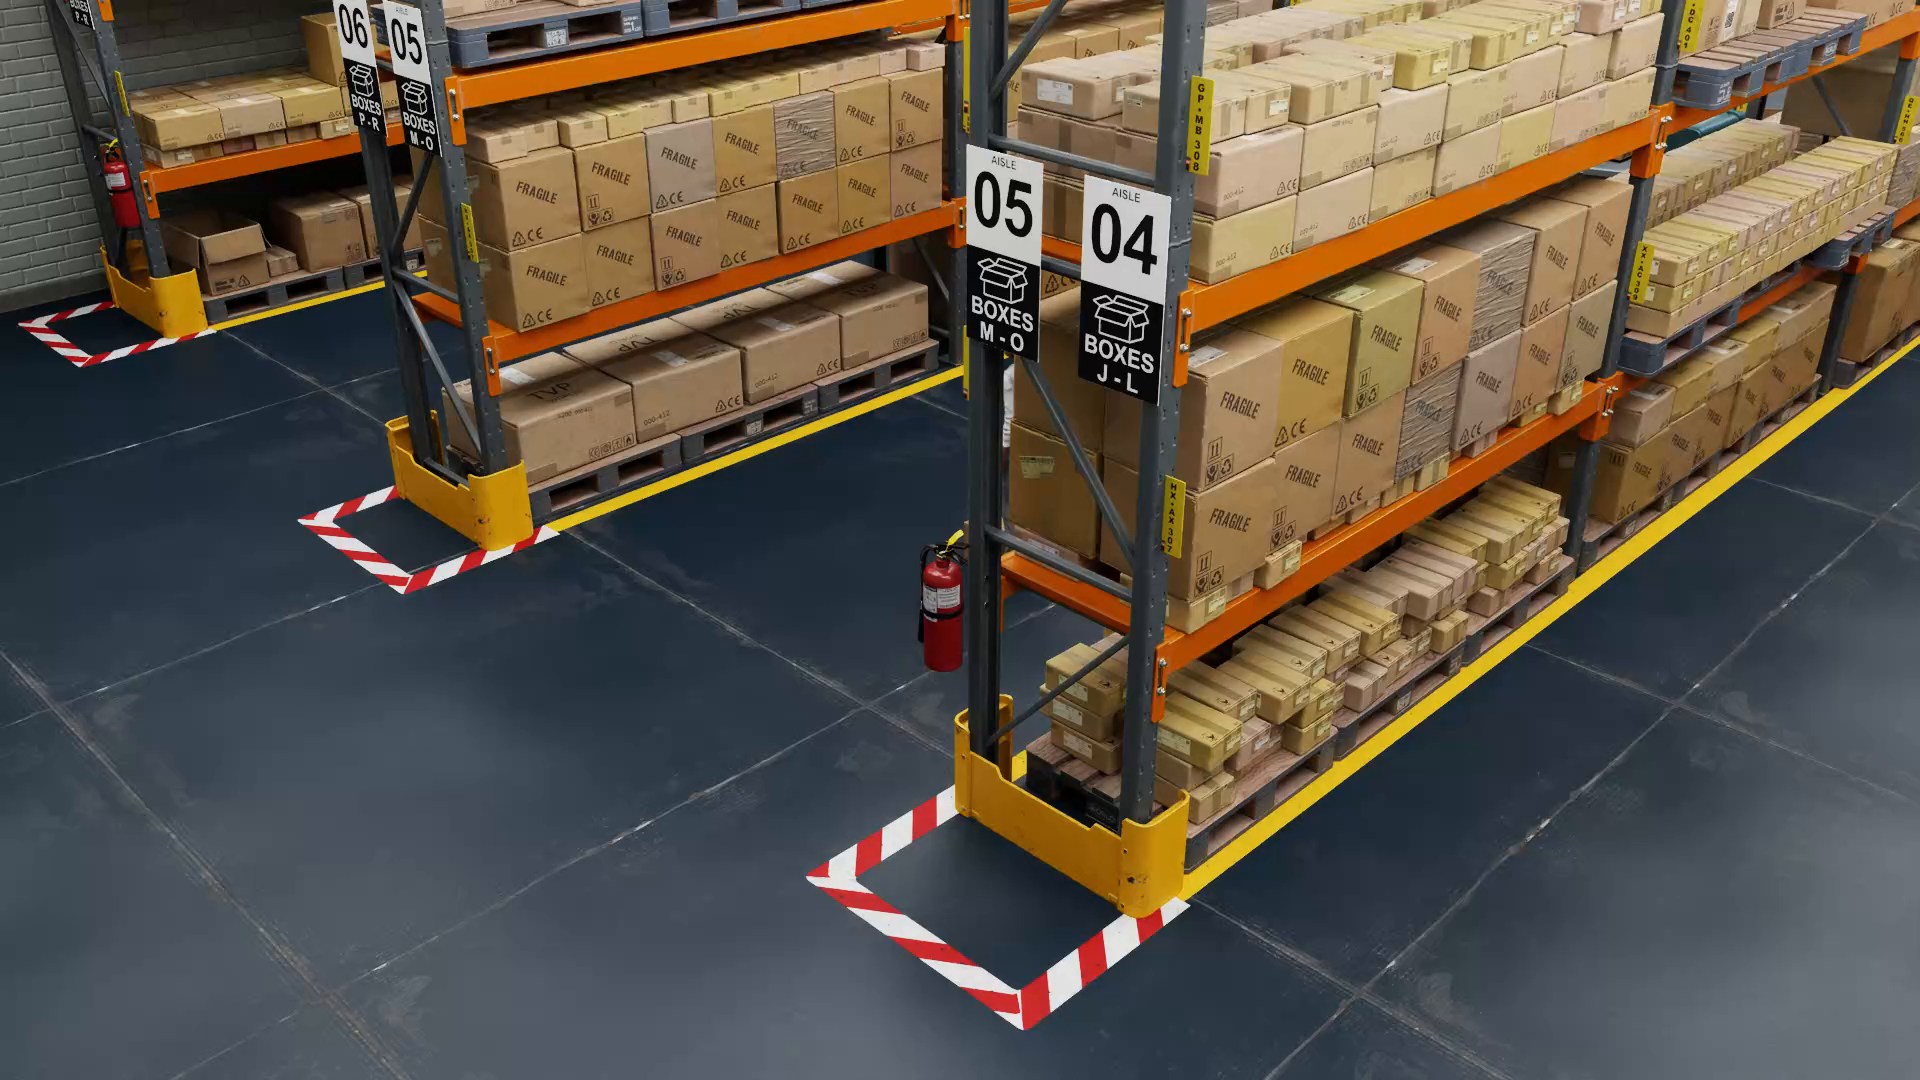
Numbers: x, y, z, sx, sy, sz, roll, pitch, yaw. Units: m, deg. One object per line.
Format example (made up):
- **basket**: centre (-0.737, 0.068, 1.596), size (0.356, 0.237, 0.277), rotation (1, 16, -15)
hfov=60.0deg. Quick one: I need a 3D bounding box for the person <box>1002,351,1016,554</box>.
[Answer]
- **person**: centre (0.367, -0.516, 9.599), size (0.378, 1.591, 0.482), rotation (22, 35, 35)
